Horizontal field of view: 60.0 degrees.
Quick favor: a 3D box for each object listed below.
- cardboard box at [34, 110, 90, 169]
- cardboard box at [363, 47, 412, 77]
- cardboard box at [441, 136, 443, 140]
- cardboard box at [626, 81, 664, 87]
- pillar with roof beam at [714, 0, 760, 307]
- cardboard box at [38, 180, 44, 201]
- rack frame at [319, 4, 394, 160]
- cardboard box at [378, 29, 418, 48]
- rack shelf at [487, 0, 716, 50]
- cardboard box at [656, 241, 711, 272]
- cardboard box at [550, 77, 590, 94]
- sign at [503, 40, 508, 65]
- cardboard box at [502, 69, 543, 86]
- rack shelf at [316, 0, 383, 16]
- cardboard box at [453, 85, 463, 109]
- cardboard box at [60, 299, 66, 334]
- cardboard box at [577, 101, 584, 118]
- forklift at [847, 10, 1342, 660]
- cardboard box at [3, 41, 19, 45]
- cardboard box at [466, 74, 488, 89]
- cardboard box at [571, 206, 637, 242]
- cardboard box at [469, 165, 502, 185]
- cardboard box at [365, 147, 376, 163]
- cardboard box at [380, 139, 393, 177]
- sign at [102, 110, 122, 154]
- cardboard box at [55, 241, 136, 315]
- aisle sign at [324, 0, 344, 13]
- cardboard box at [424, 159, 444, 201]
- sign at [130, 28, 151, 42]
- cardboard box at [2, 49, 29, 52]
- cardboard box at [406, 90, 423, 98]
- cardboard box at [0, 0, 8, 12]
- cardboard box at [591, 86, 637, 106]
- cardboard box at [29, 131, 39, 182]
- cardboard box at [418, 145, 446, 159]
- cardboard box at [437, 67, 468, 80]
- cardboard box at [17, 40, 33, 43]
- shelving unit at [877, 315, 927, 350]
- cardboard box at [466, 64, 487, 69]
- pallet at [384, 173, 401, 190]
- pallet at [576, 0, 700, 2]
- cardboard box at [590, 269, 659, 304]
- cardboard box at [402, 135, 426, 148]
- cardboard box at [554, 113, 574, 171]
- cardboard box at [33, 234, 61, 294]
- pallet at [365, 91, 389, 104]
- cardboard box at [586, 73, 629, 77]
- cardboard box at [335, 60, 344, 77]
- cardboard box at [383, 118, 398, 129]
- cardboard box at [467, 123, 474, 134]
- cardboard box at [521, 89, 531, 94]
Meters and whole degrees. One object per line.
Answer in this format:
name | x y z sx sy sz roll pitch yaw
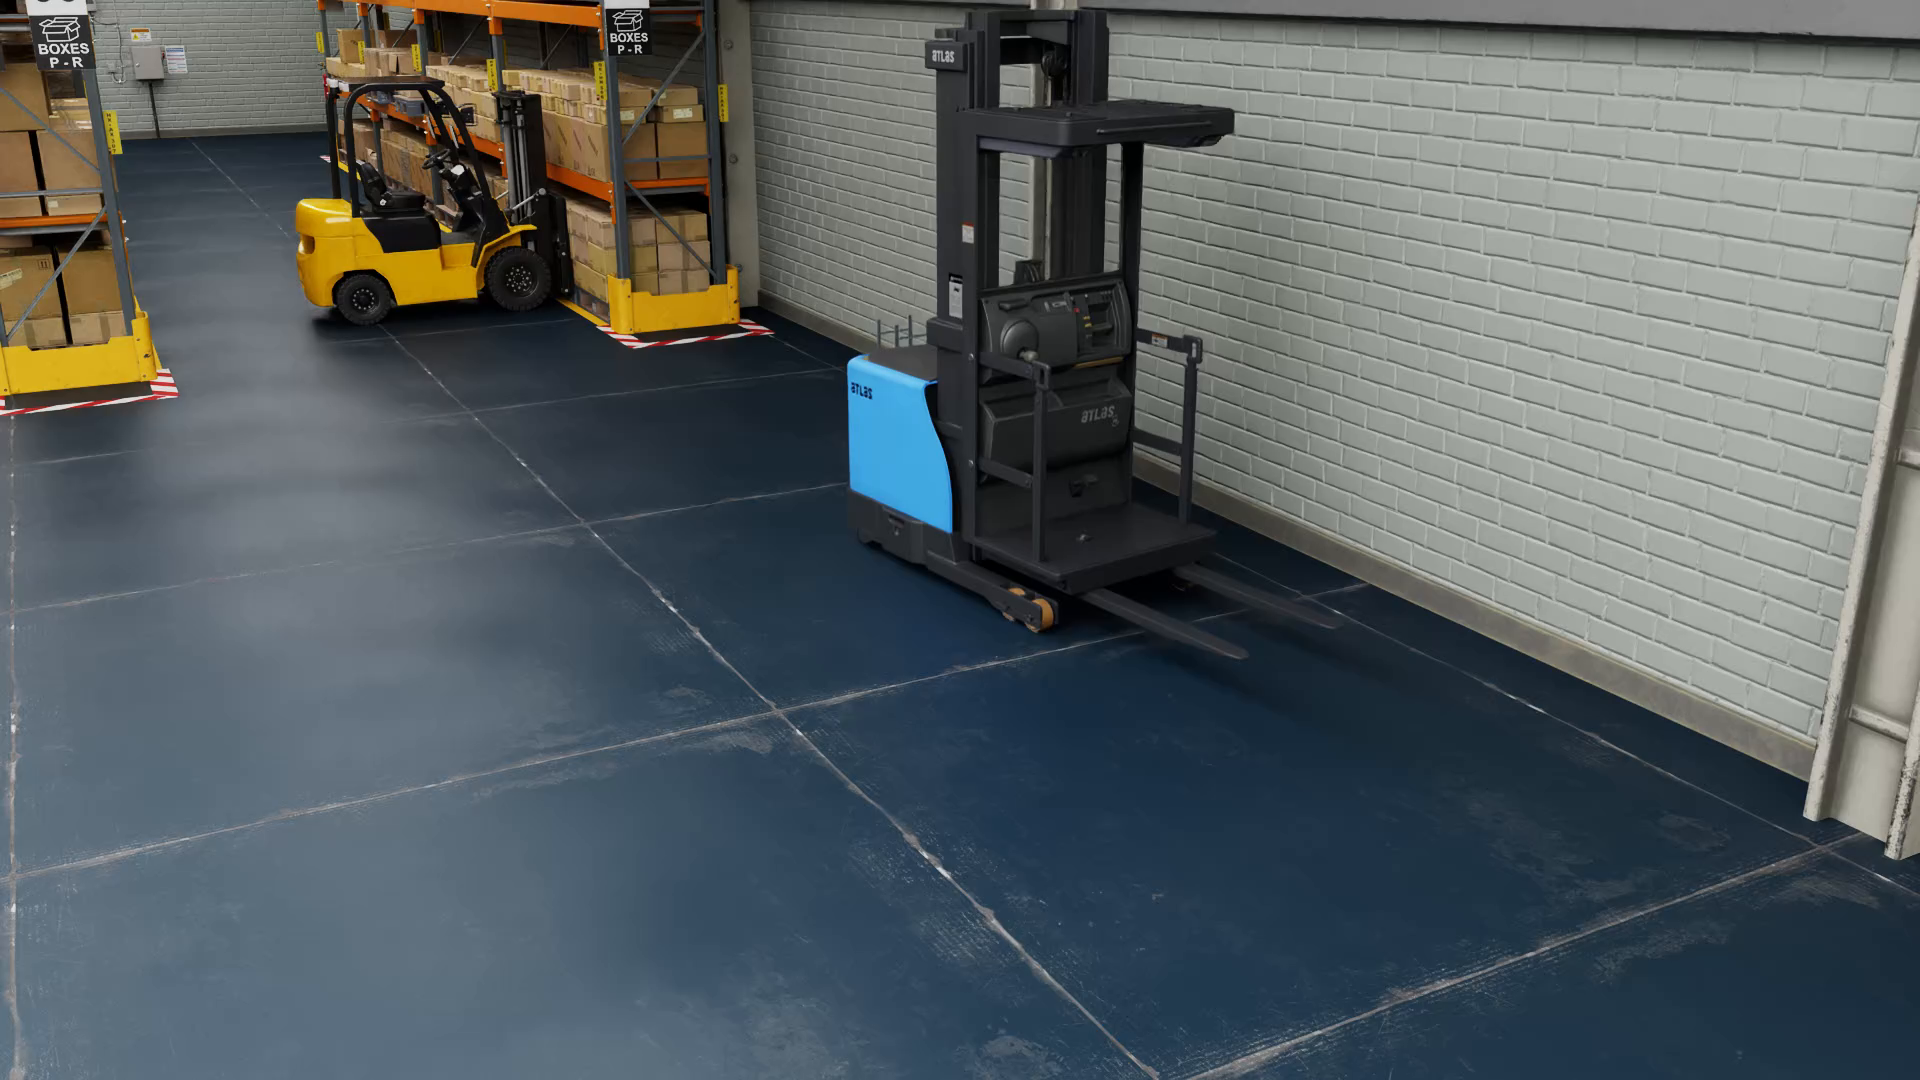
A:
cardboard box | -7.725 -3.448 14.417 0.500 0.500 0.500 -10 22 -28
cardboard box | -8.302 -6.930 24.318 0.700 0.500 0.500 -9 21 -25
cardboard box | -7.161 -5.677 23.680 0.380 0.149 0.250 -11 22 -29
cardboard box | -2.945 -4.264 15.785 0.380 0.149 0.250 -10 21 -26
pillar with roof beam | -5.963 -5.921 12.995 9.100 9.000 0.400 -10 21 -27
cardboard box | -7.837 -2.895 13.808 0.380 0.149 0.250 -10 21 -26
rack frame | -10.235 -8.006 28.233 1.000 3.000 0.127 -10 21 -27
cardboard box | -8.808 -7.750 26.117 0.500 0.500 0.500 -11 22 -28
rack shelf | -3.587 -5.064 16.214 1.077 0.370 4.000 -10 21 -27
cardboard box | -2.677 -2.715 15.705 0.500 0.250 0.500 -10 21 -26
cardboard box | -3.831 -4.491 16.445 0.380 0.149 0.250 -10 21 -26
sign | -5.949 -6.343 21.641 0.100 0.325 0.005 -10 21 -27
cardboard box | -4.646 -4.918 17.681 0.380 0.149 0.250 -10 21 -26
rack shelf | -9.285 -8.509 26.197 1.077 0.370 4.000 -10 21 -27
cardboard box | -5.706 -5.269 19.767 0.500 0.250 0.500 -10 21 -26
cardboard box | -7.863 -1.882 14.057 0.500 0.250 0.500 -10 21 -26
cardboard box | -3.373 -4.048 15.617 0.380 0.149 0.250 -10 21 -27
forklift | 0.628 -1.106 8.343 1.130 2.935 3.031 -13 23 -34
cardboard box | -11.278 -5.567 19.480 0.500 0.500 0.500 -11 22 -28
cardboard box | -5.527 -5.341 19.362 0.380 0.149 0.250 -10 21 -26
cardboard box | -3.378 -3.013 15.804 0.500 0.250 0.500 -10 21 -26
cardboard box | -5.514 -4.224 20.271 0.875 0.625 0.625 -11 22 -29
cardboard box | -9.028 -5.980 25.911 0.396 0.266 0.258 -9 21 -25
cardboard box | -8.304 -5.700 24.741 0.500 0.500 0.500 -9 21 -24
sign | -6.526 -3.136 12.793 0.100 0.325 0.005 -10 21 -27
cardboard box | -7.155 -2.177 13.763 0.500 0.500 0.500 -11 22 -28
aisle sign | -10.525 -9.209 27.734 0.394 0.787 0.004 -10 21 -27
cardboard box | -6.826 -4.814 22.172 0.500 0.500 0.500 -9 21 -25
sign | -15.528 -9.575 31.517 0.339 0.242 0.001 -10 21 -27
cardboard box | -8.447 -3.993 14.463 0.700 0.500 0.500 -11 22 -28
cardboard box | -7.085 -5.918 21.924 0.380 0.149 0.250 -10 21 -26
cardboard box | -7.724 -4.232 13.083 0.380 0.149 0.250 -10 21 -26
cardboard box | -3.137 -4.043 15.146 0.380 0.149 0.250 -10 21 -27
cardboard box | -7.972 -3.232 13.790 0.500 0.500 0.500 -10 21 -27
cardboard box | -7.050 -5.209 22.321 0.380 0.149 0.250 -11 22 -29
cardboard box | -6.271 -5.780 20.634 0.380 0.149 0.250 -9 21 -25
cardboard box | -11.065 -5.779 20.095 0.500 0.500 0.500 -10 21 -26
shelving unit | -0.329 -0.711 9.853 0.258 1.200 0.189 -13 23 -34
cardboard box | -6.103 -6.001 21.276 0.380 0.149 0.250 -9 21 -25
pallet | -7.916 -5.311 24.700 1.003 0.211 1.213 -10 21 -27
pallet | -2.950 -4.996 15.047 1.003 0.211 1.213 -10 21 -27
cardboard box | -3.138 -2.397 15.551 0.500 0.250 0.500 -10 21 -26
cardboard box | -7.724 -5.671 23.663 0.380 0.149 0.250 -9 21 -25
cardboard box | -3.583 -3.858 16.059 0.500 0.500 0.500 -10 22 -28
cardboard box | -8.098 -2.381 14.354 0.500 0.500 0.500 -11 22 -28
pallet | -8.052 -6.520 24.223 1.003 0.211 1.213 -10 21 -27
cardboard box | -3.619 -4.718 17.103 0.380 0.149 0.250 -10 22 -28
cardboard box | -9.773 -7.614 26.871 0.500 0.250 0.500 -10 22 -28
cardboard box | -8.346 -6.187 24.699 0.380 0.149 0.250 -10 22 -28
cardboard box | -5.458 -4.885 19.419 0.500 0.250 0.500 -10 21 -26
cardboard box | -4.292 -4.555 17.087 0.380 0.149 0.250 -9 21 -25
